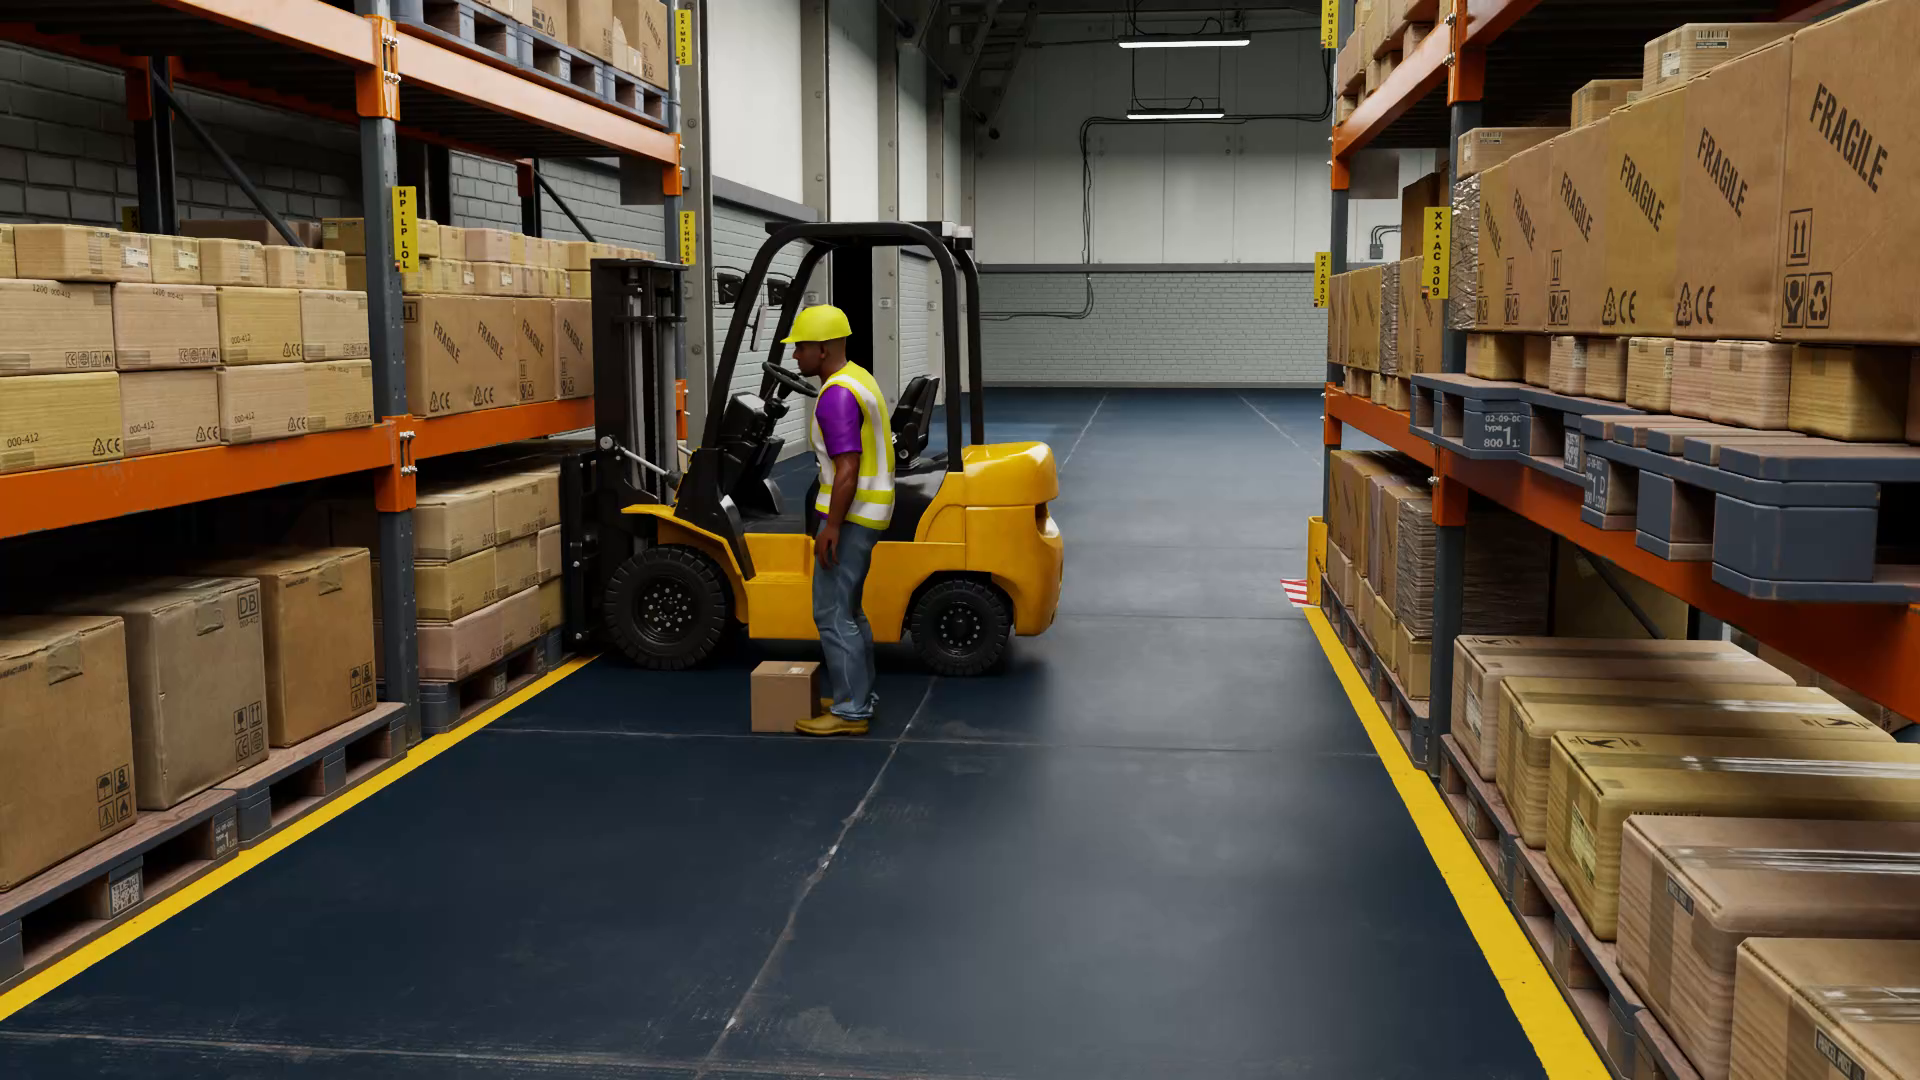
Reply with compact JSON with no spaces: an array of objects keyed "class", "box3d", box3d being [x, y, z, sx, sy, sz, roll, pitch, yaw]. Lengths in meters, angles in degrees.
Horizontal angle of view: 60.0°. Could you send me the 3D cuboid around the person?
[{"class":"person","box3d":[-0.498,-0.085,6.869,0.460,1.759,0.630,0,8,3]}]
